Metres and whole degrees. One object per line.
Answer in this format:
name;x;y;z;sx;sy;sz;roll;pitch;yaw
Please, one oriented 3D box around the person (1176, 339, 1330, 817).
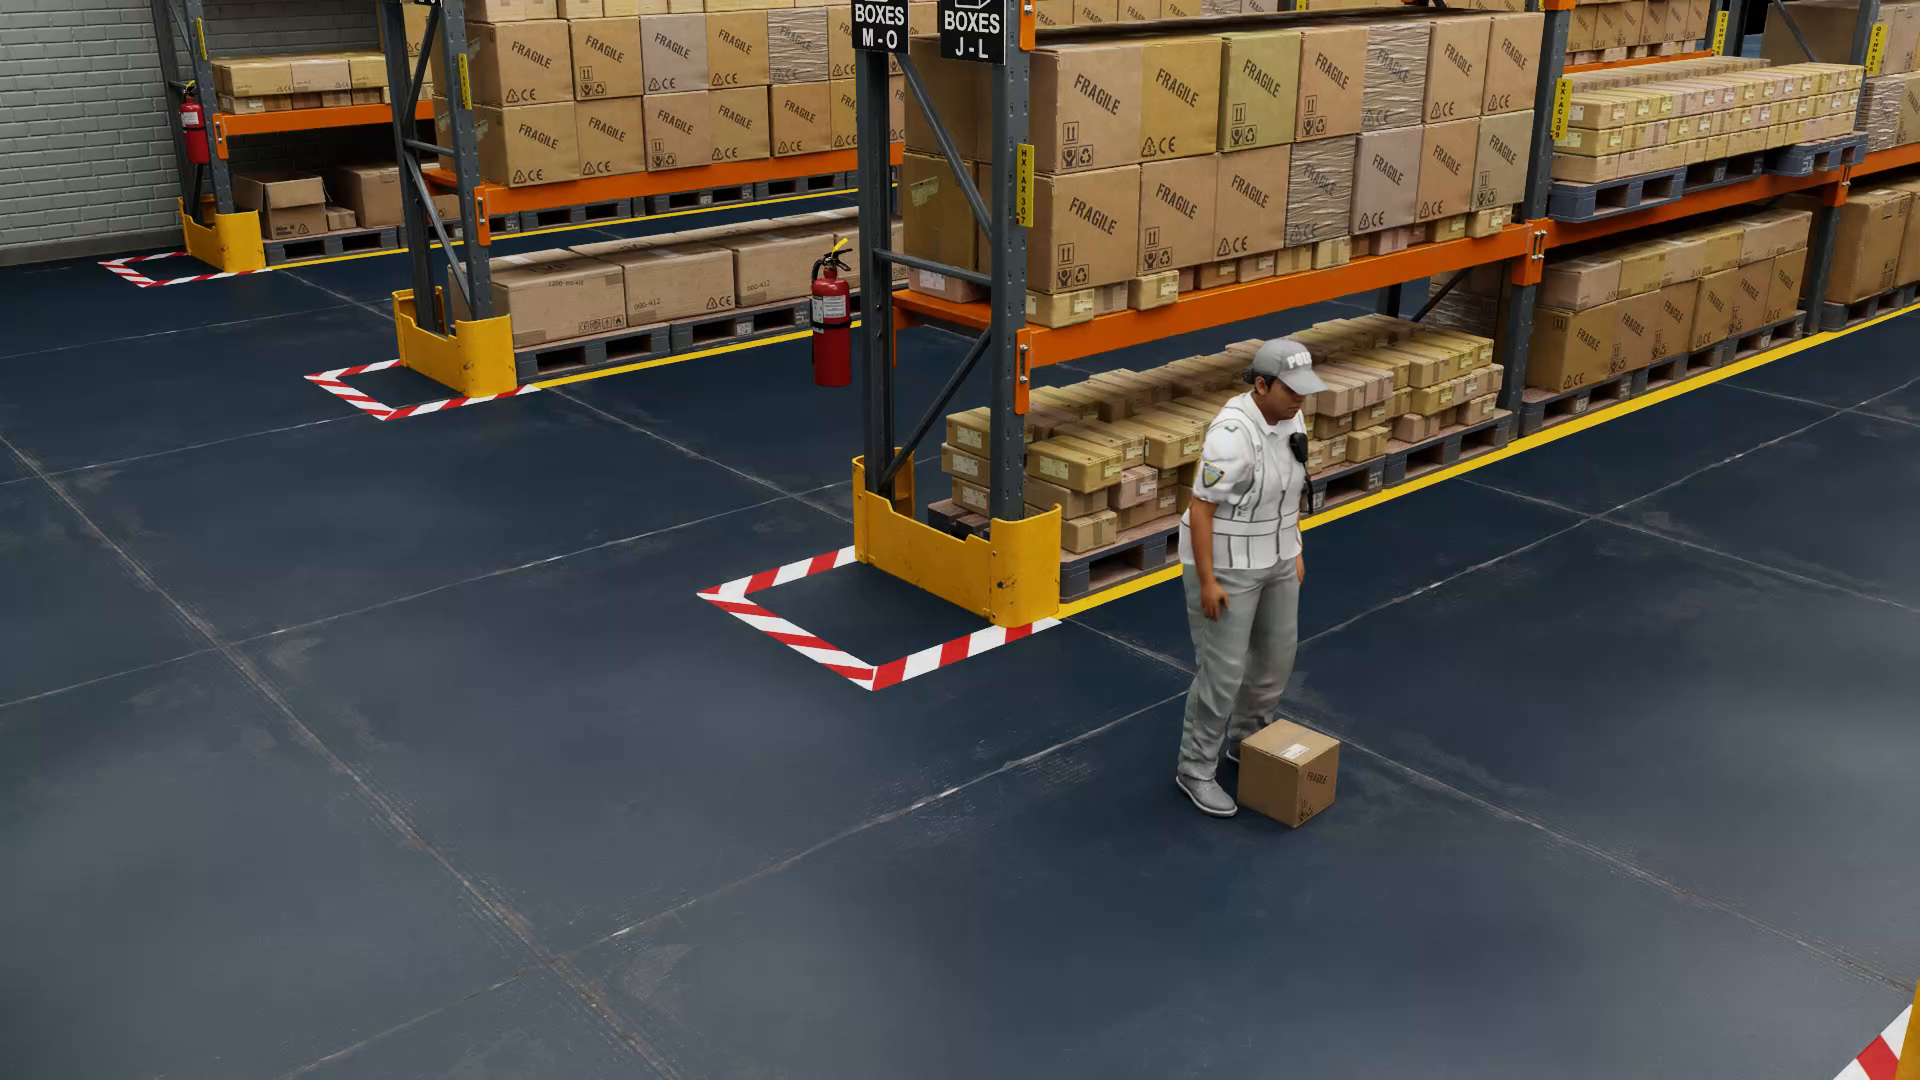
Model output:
person;1.013;0.106;5.798;0.537;1.666;0.467;-17;27;-37
